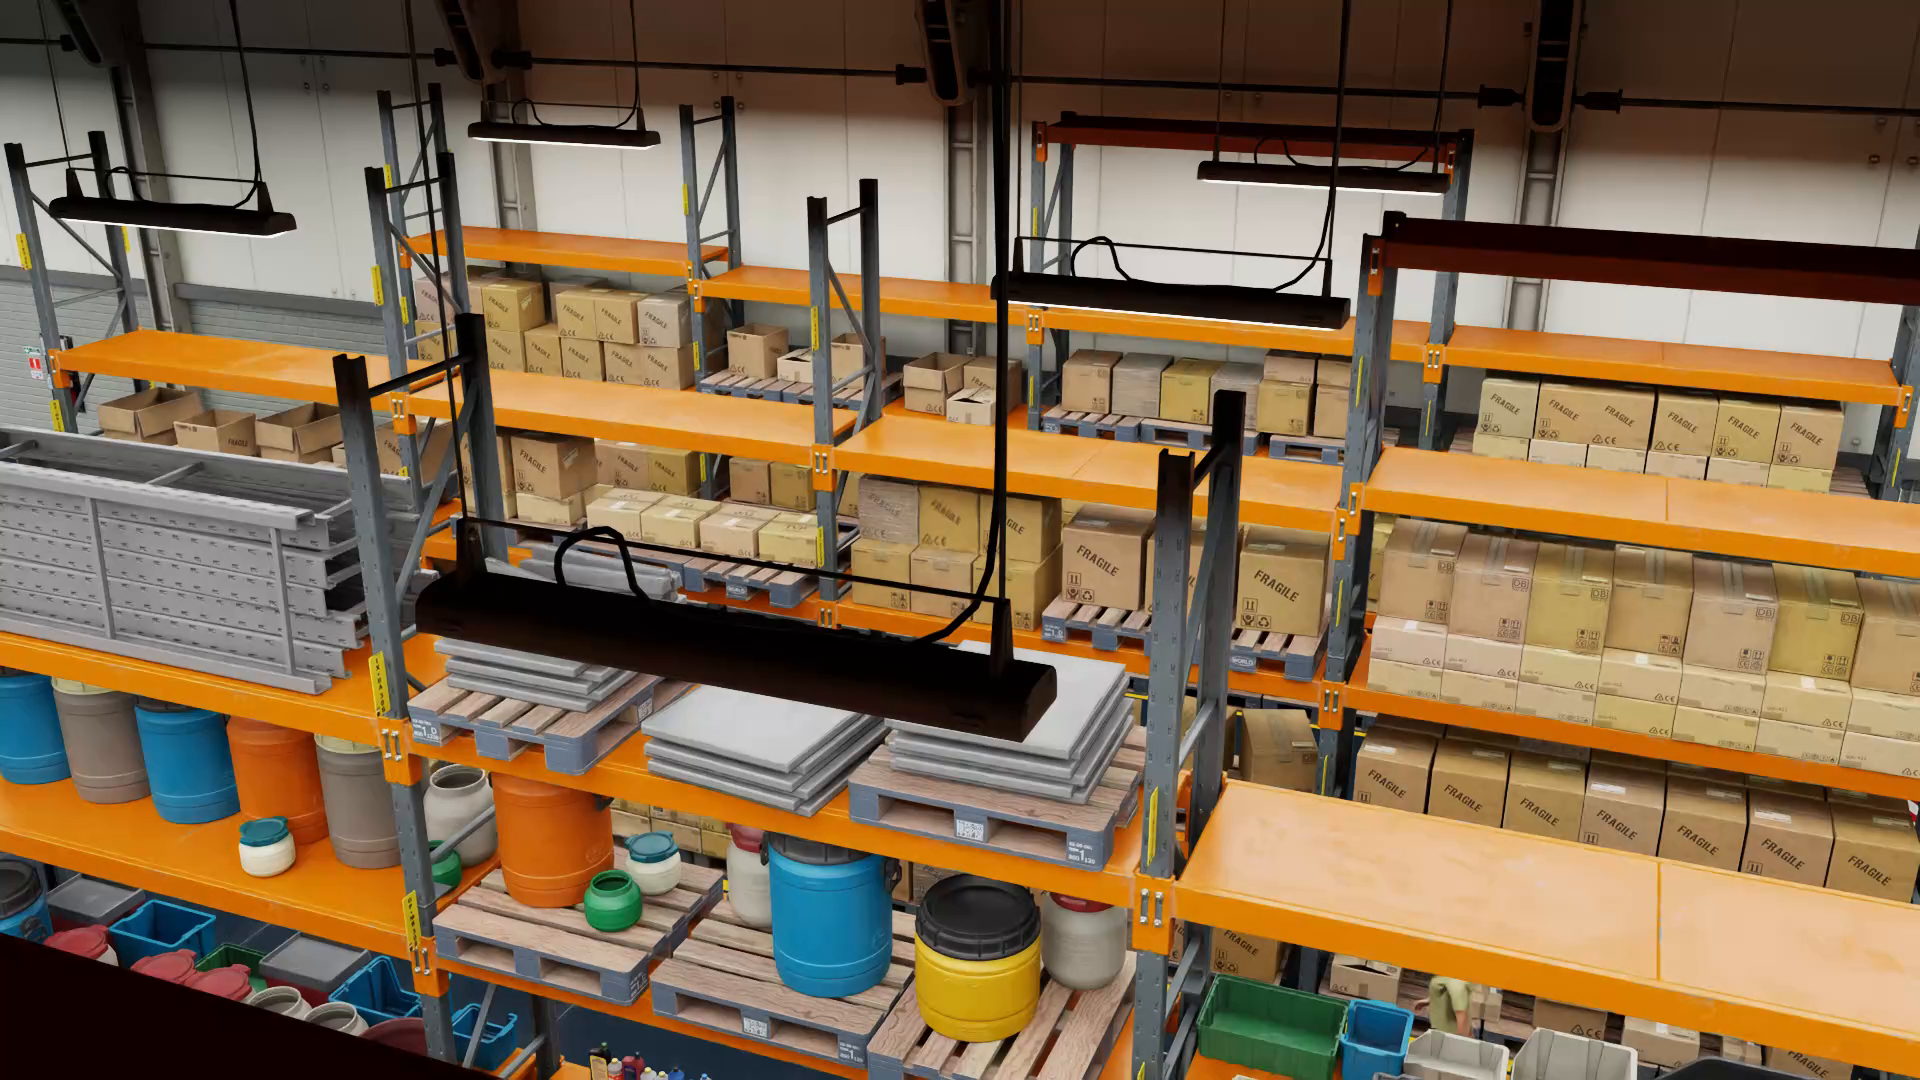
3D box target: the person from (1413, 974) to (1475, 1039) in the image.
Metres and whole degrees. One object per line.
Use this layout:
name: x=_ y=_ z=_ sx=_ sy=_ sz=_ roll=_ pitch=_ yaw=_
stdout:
person: x=3.280 y=3.316 z=11.355 sx=1.060 sy=1.604 sz=0.491 roll=9 pitch=23 yaw=23
